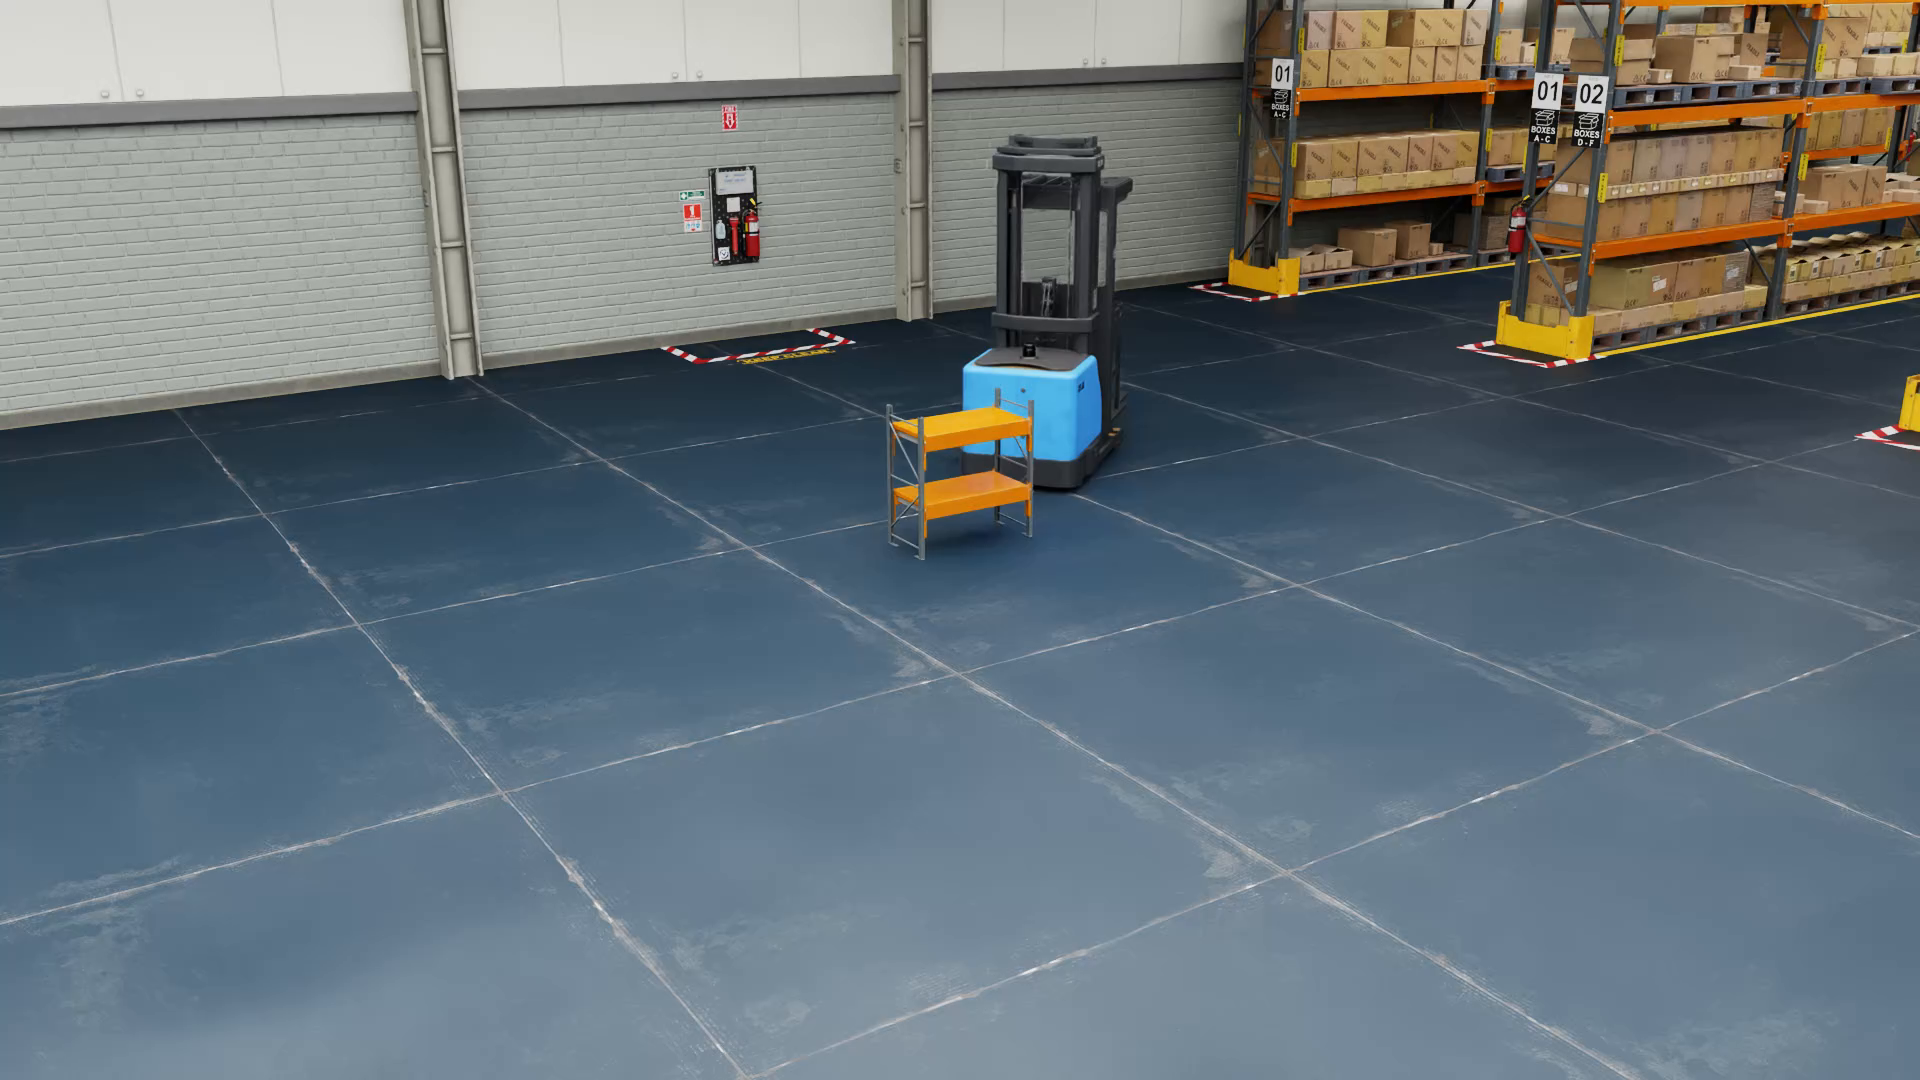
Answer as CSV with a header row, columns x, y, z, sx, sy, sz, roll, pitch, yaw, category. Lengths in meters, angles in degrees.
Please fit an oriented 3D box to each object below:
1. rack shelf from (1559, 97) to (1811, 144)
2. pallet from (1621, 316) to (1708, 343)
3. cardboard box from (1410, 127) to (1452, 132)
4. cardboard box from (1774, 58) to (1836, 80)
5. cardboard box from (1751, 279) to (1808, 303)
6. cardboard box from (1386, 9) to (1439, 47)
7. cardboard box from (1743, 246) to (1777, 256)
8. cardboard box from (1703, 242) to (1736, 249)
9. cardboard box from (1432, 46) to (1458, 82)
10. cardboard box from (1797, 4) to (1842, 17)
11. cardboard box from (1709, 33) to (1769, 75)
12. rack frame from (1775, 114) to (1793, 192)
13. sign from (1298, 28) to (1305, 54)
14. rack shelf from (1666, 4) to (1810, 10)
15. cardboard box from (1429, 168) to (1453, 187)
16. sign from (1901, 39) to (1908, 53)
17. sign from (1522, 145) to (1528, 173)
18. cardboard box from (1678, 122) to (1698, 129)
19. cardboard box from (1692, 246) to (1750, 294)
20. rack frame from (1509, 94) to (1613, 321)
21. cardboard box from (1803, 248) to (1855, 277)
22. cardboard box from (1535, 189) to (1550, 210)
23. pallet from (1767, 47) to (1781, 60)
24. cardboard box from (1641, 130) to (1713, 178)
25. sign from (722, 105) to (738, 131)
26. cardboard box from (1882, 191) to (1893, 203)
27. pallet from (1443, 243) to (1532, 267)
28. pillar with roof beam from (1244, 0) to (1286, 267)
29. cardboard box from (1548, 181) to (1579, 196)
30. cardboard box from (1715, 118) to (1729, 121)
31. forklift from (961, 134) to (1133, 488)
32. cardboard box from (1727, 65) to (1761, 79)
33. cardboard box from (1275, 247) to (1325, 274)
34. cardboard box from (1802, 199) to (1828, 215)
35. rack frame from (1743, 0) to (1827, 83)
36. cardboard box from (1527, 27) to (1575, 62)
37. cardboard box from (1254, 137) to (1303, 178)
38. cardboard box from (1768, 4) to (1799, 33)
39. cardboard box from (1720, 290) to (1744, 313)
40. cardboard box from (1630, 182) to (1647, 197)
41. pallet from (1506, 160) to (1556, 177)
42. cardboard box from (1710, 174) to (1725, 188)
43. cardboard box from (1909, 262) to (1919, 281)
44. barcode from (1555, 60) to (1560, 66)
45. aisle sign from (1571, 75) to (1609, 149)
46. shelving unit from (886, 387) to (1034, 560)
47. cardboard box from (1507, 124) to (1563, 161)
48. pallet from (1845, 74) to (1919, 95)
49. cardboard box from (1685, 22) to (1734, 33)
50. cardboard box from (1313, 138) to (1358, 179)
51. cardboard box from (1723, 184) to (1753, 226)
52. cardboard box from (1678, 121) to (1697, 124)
x,y,z,sx,sy,sz,roll,pitch,yaw,category
8.700,-5.151,20.238,4.000,0.370,1.077,-12,22,-31,rack shelf
8.663,-2.757,21.071,1.213,0.211,1.003,-12,22,-31,pallet
7.135,-6.014,25.384,0.500,0.500,0.500,-13,22,-33,cardboard box
10.890,-6.078,21.435,0.500,0.250,0.500,-9,21,-26,cardboard box
10.843,-3.324,22.032,0.500,0.250,0.500,-13,22,-33,cardboard box
6.491,-7.344,23.853,0.500,0.500,0.500,-13,23,-33,cardboard box
10.982,-3.827,22.642,0.500,0.311,0.500,-11,22,-30,cardboard box
9.811,-3.677,21.904,0.500,0.500,0.500,-12,22,-31,cardboard box
6.927,-6.985,24.351,0.500,0.500,0.500,-14,23,-36,cardboard box
15.074,-9.159,29.220,0.500,0.500,0.500,-12,22,-32,cardboard box
9.804,-6.139,21.005,0.500,0.500,0.500,-10,21,-27,cardboard box
14.324,-7.157,29.731,0.127,3.000,1.000,-12,22,-31,rack frame
4.600,-6.733,22.429,0.005,0.325,0.100,-12,22,-31,sign
12.654,-9.116,27.907,4.000,0.370,1.077,-12,22,-31,rack shelf
6.993,-5.436,24.844,0.500,0.250,0.500,-12,22,-31,cardboard box
13.414,-6.939,23.596,0.005,0.325,0.100,-12,22,-31,sign
6.743,-4.527,19.774,0.005,0.325,0.100,-12,22,-31,sign
11.972,-6.757,27.896,0.500,0.500,0.500,-11,22,-30,cardboard box
9.679,-3.450,21.232,0.500,0.500,0.500,-12,22,-31,cardboard box
7.029,-3.719,19.561,0.127,3.000,1.000,-12,22,-31,rack frame
11.705,-3.770,22.474,0.500,0.311,0.500,-13,22,-33,cardboard box
9.473,-5.515,26.921,0.500,0.250,0.500,-12,22,-32,cardboard box
15.013,-8.677,29.682,1.213,0.211,1.003,-12,22,-31,pallet
8.746,-4.740,20.401,0.500,0.500,0.700,-12,22,-31,cardboard box
-2.747,-5.039,19.847,0.199,0.298,0.001,-12,22,-31,sign
12.677,-4.769,23.060,0.250,0.149,0.380,-10,21,-27,cardboard box
8.292,-4.564,26.416,1.213,0.211,1.003,-12,22,-31,pallet
6.778,-7.088,20.161,0.400,9.000,9.100,-12,22,-31,pillar with roof beam
7.244,-4.192,19.791,0.250,0.149,0.380,-12,22,-32,cardboard box
12.791,-7.292,28.307,0.500,0.250,0.500,-12,22,-33,cardboard box
0.941,-2.272,15.388,1.130,2.935,3.031,6,20,17,forklift
9.513,-5.705,20.271,0.250,0.149,0.380,-12,22,-31,cardboard box
4.929,-4.076,24.128,0.500,0.311,0.500,-15,24,-37,cardboard box
11.223,-4.406,21.985,0.250,0.149,0.380,-12,22,-31,cardboard box
10.370,-7.265,20.684,0.127,3.000,1.000,-12,22,-31,rack frame
9.173,-7.707,25.863,0.500,0.500,0.500,-13,23,-33,cardboard box
4.579,-5.477,23.793,0.500,0.500,0.500,-12,22,-32,cardboard box
14.779,-9.294,29.619,0.500,0.500,0.500,-12,22,-32,cardboard box
9.680,-3.094,21.351,0.500,0.250,0.500,-12,22,-31,cardboard box
7.904,-4.176,19.744,0.250,0.149,0.380,-12,22,-31,cardboard box
9.353,-6.002,26.613,1.213,0.211,1.003,-12,22,-31,pallet
9.200,-4.450,20.554,0.250,0.149,0.380,-11,22,-30,cardboard box
13.406,-3.866,23.635,0.500,0.250,0.500,-11,22,-30,cardboard box
7.016,-5.597,19.527,0.075,0.075,0.001,-12,22,-31,barcode
7.143,-4.857,18.868,0.004,0.787,0.394,-12,22,-31,aisle sign
0.006,-0.534,13.068,1.048,1.125,0.538,-12,22,-31,shelving unit
9.090,-6.305,26.367,0.500,0.500,0.700,-9,21,-24,cardboard box
12.261,-6.118,22.270,1.213,0.211,1.003,-11,21,-29,pallet
12.646,-8.522,28.241,0.500,0.500,0.700,-12,22,-31,cardboard box
5.284,-5.425,23.640,0.500,0.500,0.500,-12,22,-31,cardboard box
9.566,-4.296,21.113,0.500,0.500,0.700,-12,22,-32,cardboard box
11.953,-7.111,27.773,0.500,0.250,0.500,-12,22,-32,cardboard box
